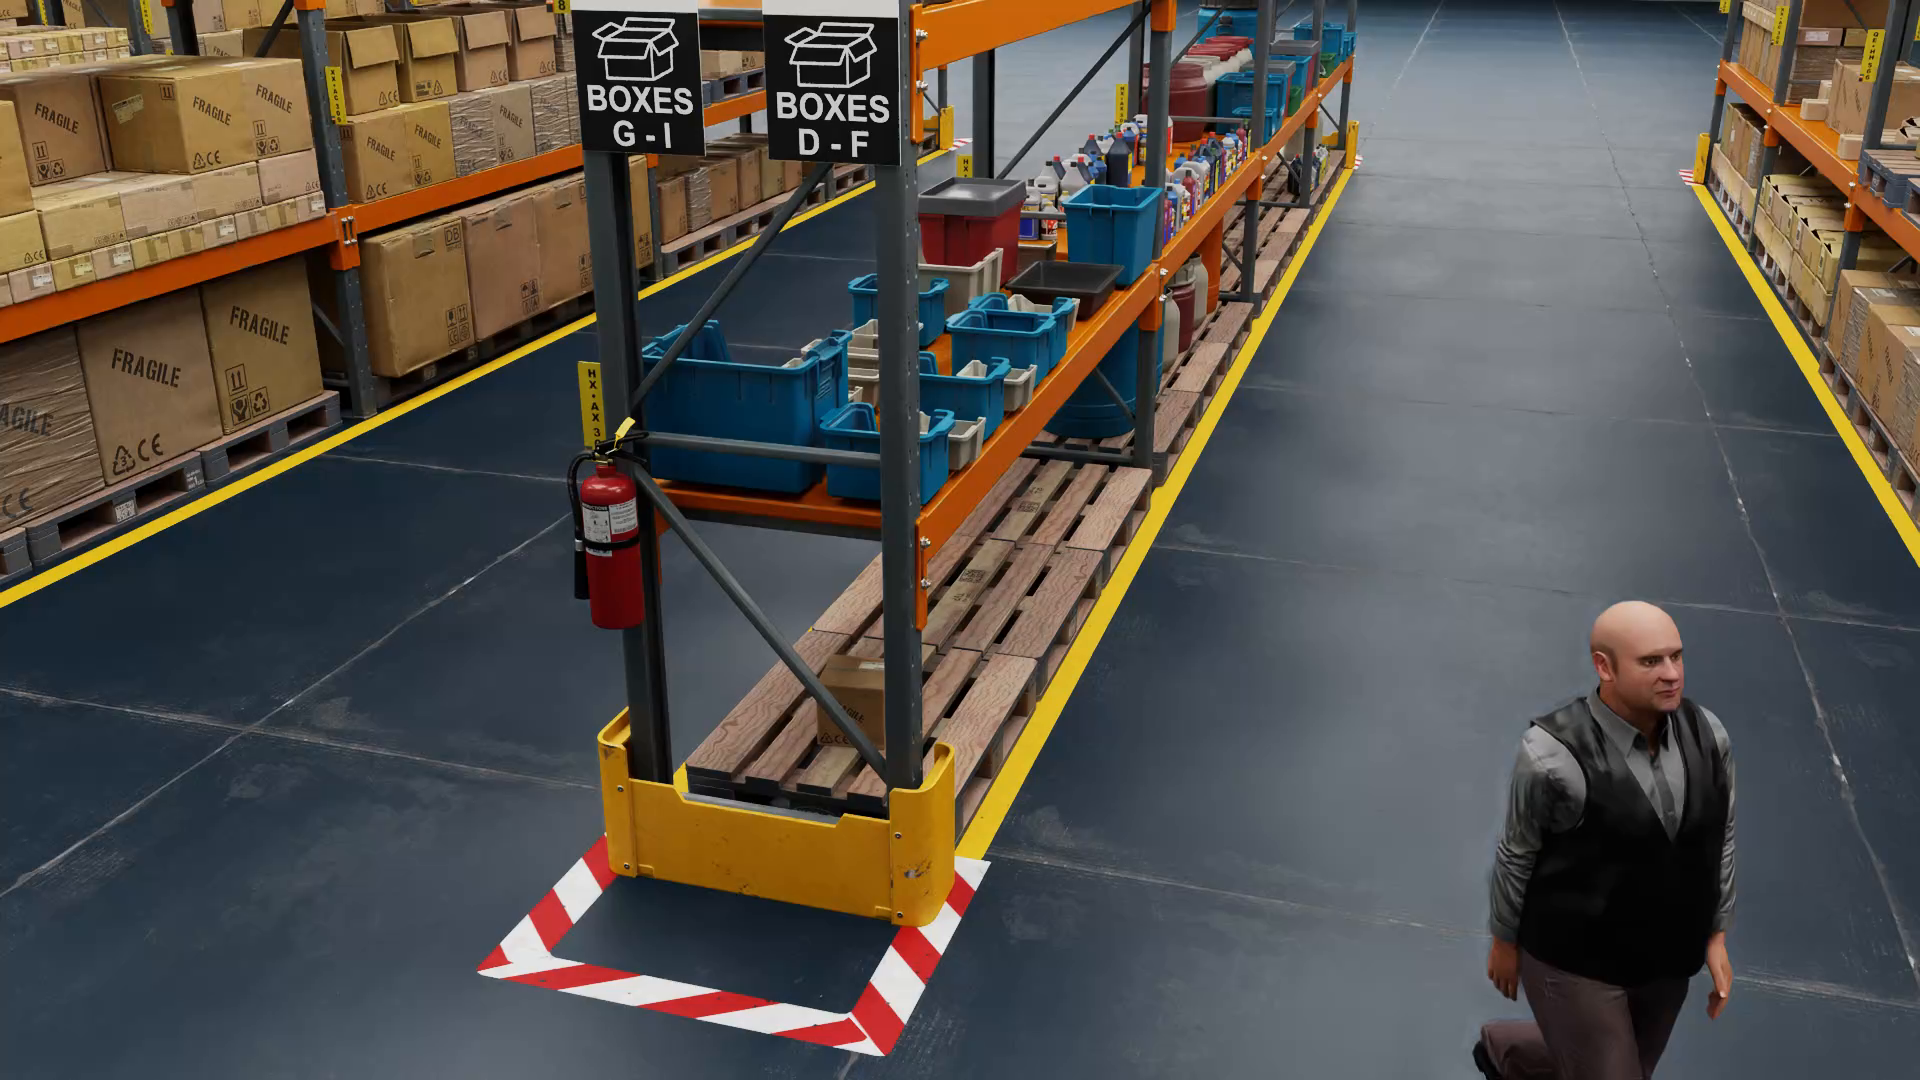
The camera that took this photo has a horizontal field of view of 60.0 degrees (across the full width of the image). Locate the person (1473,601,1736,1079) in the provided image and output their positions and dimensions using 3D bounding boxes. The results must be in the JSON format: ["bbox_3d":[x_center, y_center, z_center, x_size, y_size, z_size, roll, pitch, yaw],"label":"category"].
[{"bbox_3d":[1.495,0.963,3.857,0.536,1.609,0.920,-7,23,-17],"label":"person"}]
